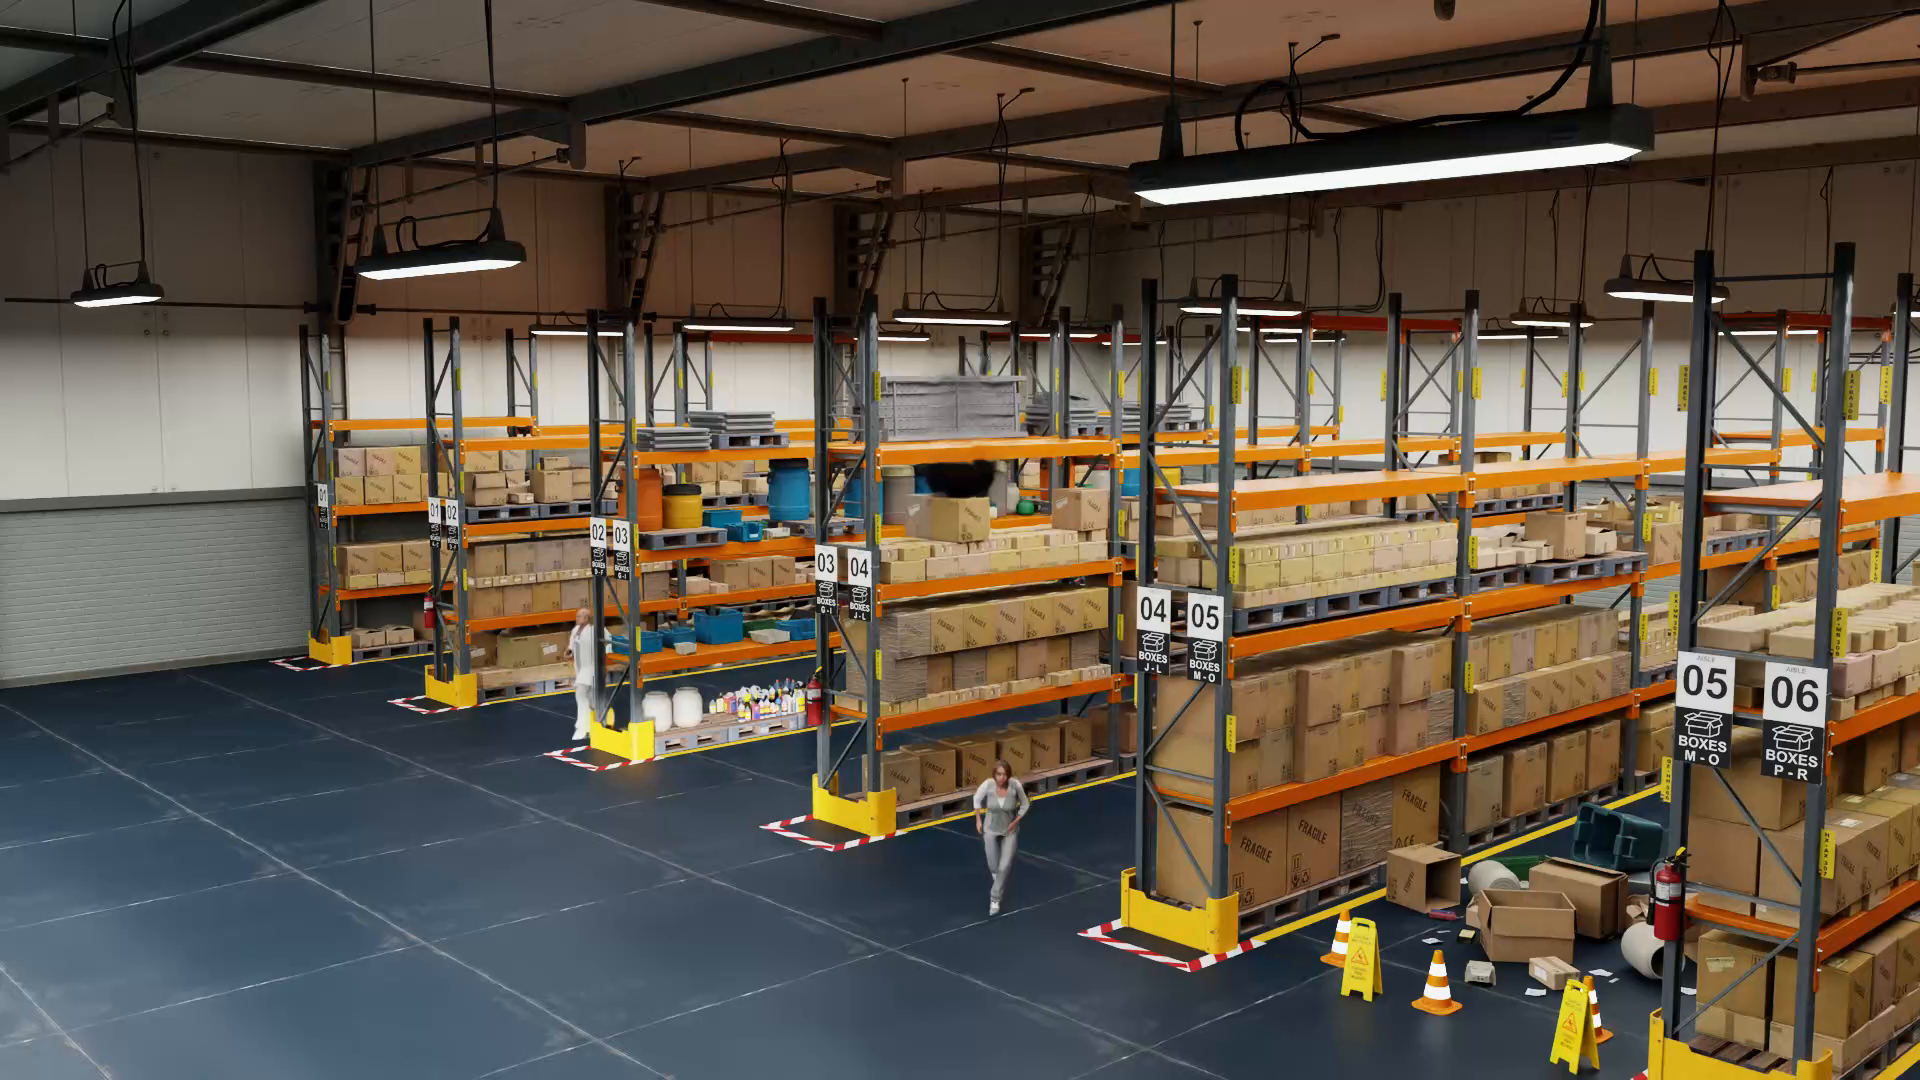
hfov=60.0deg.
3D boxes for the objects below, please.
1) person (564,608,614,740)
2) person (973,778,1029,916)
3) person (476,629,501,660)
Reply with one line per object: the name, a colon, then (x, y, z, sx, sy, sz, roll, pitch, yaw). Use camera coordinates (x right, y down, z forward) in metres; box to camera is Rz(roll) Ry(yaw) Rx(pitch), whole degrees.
person: (-5.276, 1.896, 23.739, 0.749, 1.867, 0.860, 5, 8, 41)
person: (0.387, 2.916, 16.038, 0.532, 1.330, 0.627, 0, 6, -3)
person: (-8.041, 1.584, 28.543, 0.573, 1.412, 0.538, 5, 7, 38)
